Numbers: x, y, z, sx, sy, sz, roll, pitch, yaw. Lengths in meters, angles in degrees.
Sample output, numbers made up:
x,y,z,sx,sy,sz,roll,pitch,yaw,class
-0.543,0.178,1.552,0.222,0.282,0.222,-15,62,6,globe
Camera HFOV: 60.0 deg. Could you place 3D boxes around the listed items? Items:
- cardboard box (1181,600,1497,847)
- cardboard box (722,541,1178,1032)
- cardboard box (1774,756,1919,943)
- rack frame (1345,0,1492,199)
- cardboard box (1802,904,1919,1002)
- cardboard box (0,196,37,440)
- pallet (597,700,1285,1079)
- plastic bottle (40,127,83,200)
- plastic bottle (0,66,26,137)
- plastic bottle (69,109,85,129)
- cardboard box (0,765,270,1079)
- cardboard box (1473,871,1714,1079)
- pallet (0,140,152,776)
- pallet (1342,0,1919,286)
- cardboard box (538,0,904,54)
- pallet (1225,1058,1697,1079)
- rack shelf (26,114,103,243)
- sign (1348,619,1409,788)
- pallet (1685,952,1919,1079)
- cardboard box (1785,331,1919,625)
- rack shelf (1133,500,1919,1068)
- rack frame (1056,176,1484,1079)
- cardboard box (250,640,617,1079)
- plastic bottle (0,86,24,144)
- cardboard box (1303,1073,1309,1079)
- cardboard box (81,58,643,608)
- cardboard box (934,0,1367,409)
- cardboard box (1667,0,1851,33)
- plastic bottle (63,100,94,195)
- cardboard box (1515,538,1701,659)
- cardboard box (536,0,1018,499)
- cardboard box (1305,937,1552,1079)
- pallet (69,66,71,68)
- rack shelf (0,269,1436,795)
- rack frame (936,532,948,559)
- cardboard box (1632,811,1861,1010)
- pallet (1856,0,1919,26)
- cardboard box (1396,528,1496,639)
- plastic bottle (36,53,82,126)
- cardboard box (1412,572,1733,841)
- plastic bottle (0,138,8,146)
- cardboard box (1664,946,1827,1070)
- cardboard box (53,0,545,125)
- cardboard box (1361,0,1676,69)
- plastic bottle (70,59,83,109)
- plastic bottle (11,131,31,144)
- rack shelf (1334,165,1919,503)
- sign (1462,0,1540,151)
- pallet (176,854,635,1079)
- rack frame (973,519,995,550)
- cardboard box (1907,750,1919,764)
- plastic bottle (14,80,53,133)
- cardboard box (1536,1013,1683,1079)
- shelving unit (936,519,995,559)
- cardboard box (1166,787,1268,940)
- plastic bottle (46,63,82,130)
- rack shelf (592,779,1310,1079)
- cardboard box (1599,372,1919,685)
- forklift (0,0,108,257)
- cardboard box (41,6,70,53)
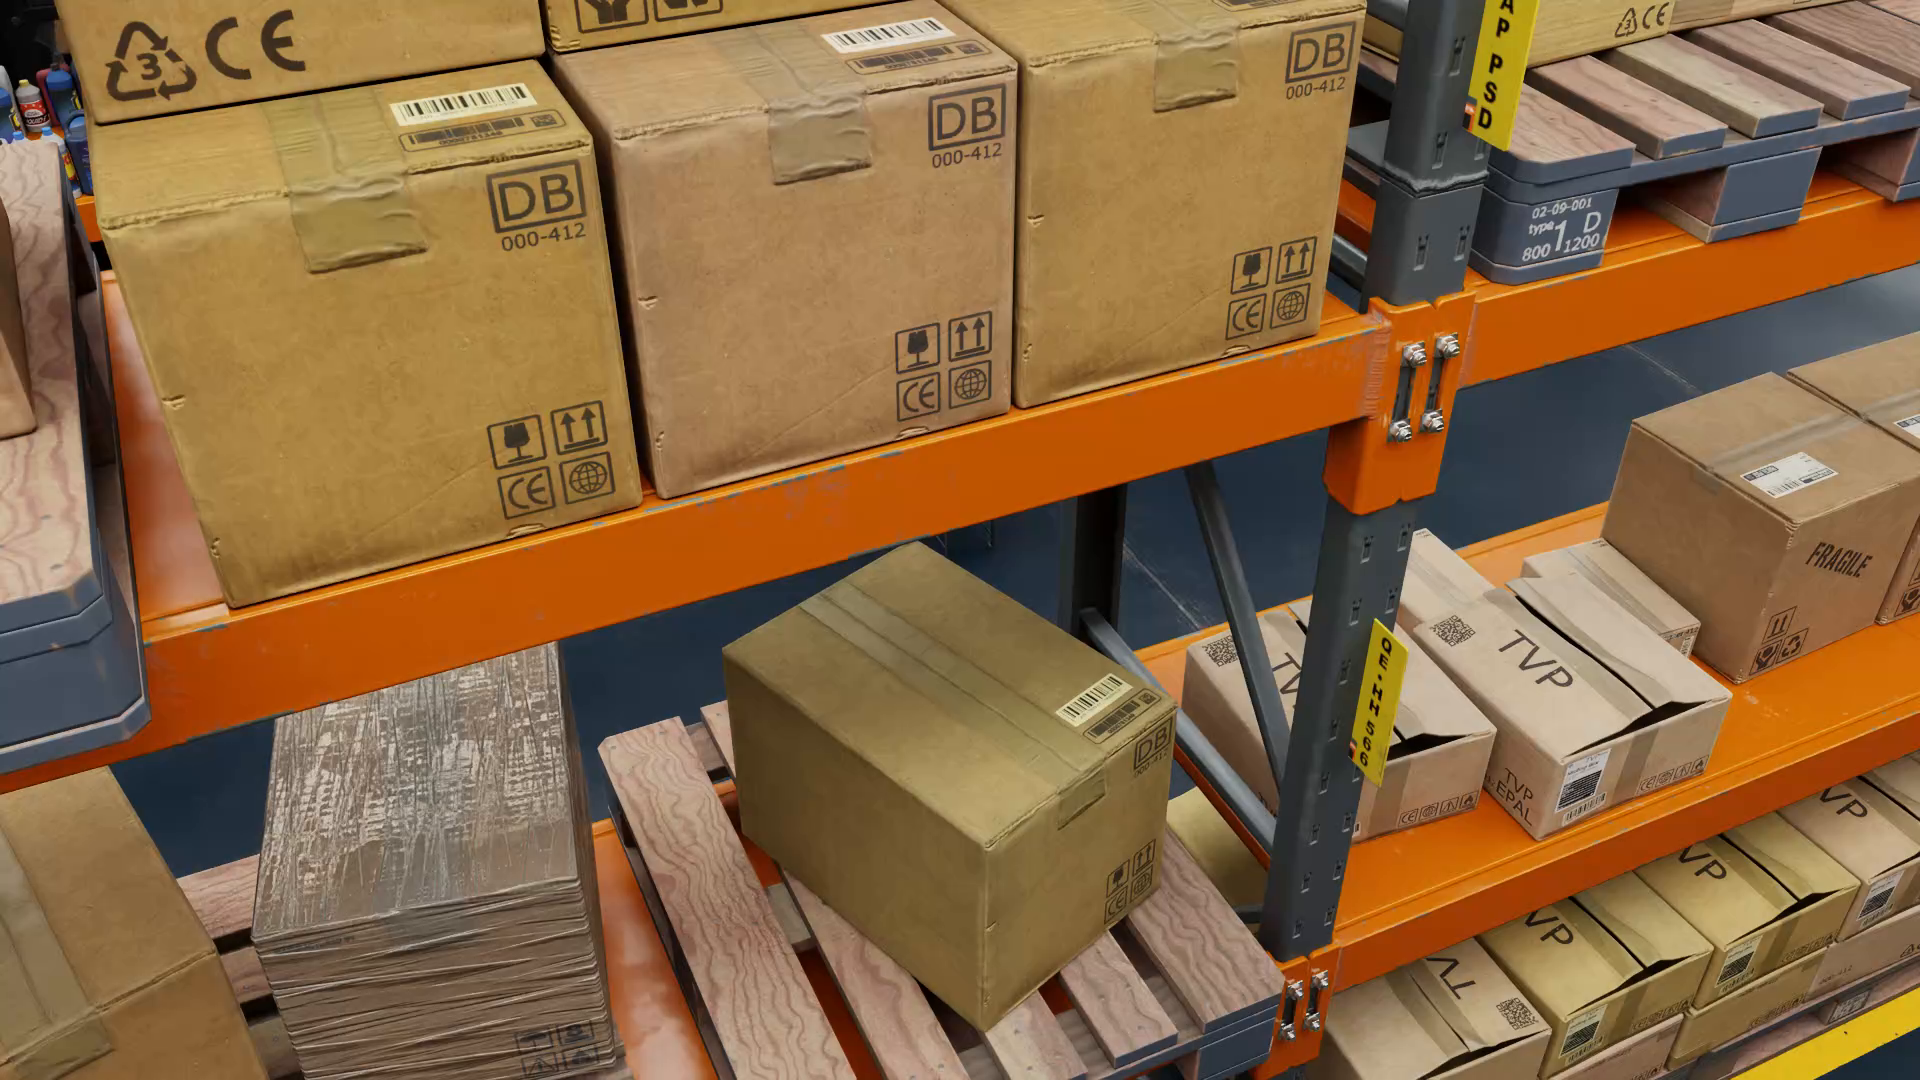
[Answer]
x,y,z,sx,sy,sz,roll,pitch,yaw,class
0.844,0.400,3.767,0.500,0.311,0.500,-13,39,-17,cardboard box
-0.027,0.444,3.197,0.500,0.500,0.700,-30,46,-34,cardboard box
2.494,0.773,4.674,0.500,0.311,0.500,-16,39,-21,cardboard box
0.496,-1.977,1.861,0.127,3.000,1.000,-16,39,-20,rack frame
2.482,1.002,4.836,0.500,0.250,0.500,-15,39,-19,cardboard box
-1.432,-0.435,1.781,0.600,0.600,0.600,-17,40,-22,cardboard box
-0.088,0.719,3.423,1.003,0.211,1.213,-16,39,-20,pallet
-3.393,-1.419,6.254,0.097,0.271,0.097,0,37,0,plastic bottle
-3.888,-1.764,6.715,0.135,0.276,0.152,-16,39,-20,plastic bottle
-3.366,-1.522,6.392,0.097,0.271,0.097,0,37,0,plastic bottle
-1.552,0.756,2.776,0.500,0.500,0.700,-26,44,-31,cardboard box
1.567,1.032,4.326,0.500,0.311,0.500,-17,40,-21,cardboard box
-1.568,-0.075,1.974,1.003,0.211,1.213,-16,39,-20,pallet
1.072,-0.916,3.108,1.003,0.211,1.213,-14,39,-18,pallet
-0.364,-0.978,2.109,0.500,0.500,0.500,-16,39,-20,cardboard box
1.257,1.365,4.732,1.213,0.211,1.003,-16,39,-20,pallet
-3.416,-1.444,6.783,4.000,0.370,1.077,-16,39,-20,rack shelf
0.735,0.290,2.936,0.005,0.325,0.100,-16,39,-20,sign
2.360,1.059,5.145,1.213,0.211,1.003,-16,39,-20,pallet
2.484,-0.174,4.383,0.500,0.500,0.500,-16,39,-20,cardboard box
2.306,0.216,4.545,4.000,0.370,1.077,-16,39,-20,rack shelf
0.496,0.433,3.649,0.127,3.000,1.000,-16,39,-20,rack frame
-0.936,0.573,3.023,0.500,0.500,0.700,-9,37,-11,cardboard box
-3.818,-1.700,6.632,0.097,0.271,0.097,0,37,0,plastic bottle
1.095,1.394,4.308,0.500,0.250,0.500,-16,39,-20,cardboard box
-0.817,-0.423,2.200,0.500,0.500,0.910,-16,39,-20,cardboard box
0.115,-0.683,2.552,0.500,0.500,0.910,-16,39,-20,cardboard box
1.349,-1.168,3.062,0.500,0.250,0.500,-15,39,-19,cardboard box
-3.275,-1.499,6.295,0.185,0.351,0.144,-16,39,-20,plastic bottle
1.626,0.181,4.199,0.250,0.149,0.380,-13,38,-17,cardboard box
-0.347,-0.554,2.378,0.500,0.500,0.910,-16,39,-20,cardboard box
1.095,1.169,4.141,0.500,0.311,0.500,-14,39,-18,cardboard box
-5.559,-3.325,11.056,1.213,0.211,1.003,-16,39,-20,pallet
-1.315,0.023,2.287,4.000,0.370,1.077,-16,39,-20,rack shelf
-0.099,-0.334,6.444,0.006,0.900,0.240,-16,39,-20,rack frame
2.029,0.904,4.498,0.500,0.311,0.500,-17,40,-21,cardboard box
2.083,-1.201,3.492,1.213,0.211,1.003,-14,39,-18,pallet
1.192,0.157,4.231,0.250,0.149,0.380,-16,39,-20,cardboard box
-3.698,-1.850,6.824,0.133,0.283,0.061,-16,39,-20,plastic bottle
1.388,0.347,3.839,0.500,0.311,0.500,-16,39,-20,cardboard box
-3.597,-1.382,6.199,0.135,0.276,0.152,-16,39,-20,plastic bottle
2.017,1.132,4.662,0.500,0.250,0.500,-17,40,-21,cardboard box
-0.825,-0.848,1.935,0.500,0.500,0.500,-16,39,-20,cardboard box
0.882,-1.026,2.870,0.500,0.250,0.500,-19,40,-23,cardboard box
-3.536,-1.895,6.828,0.185,0.351,0.144,-16,39,-20,plastic bottle
-3.481,-1.395,6.220,0.097,0.271,0.097,0,37,0,plastic bottle
2.306,-0.989,3.652,4.000,0.370,1.077,-16,39,-20,rack shelf
0.724,-0.686,2.206,0.005,0.325,0.100,-16,39,-20,sign
-1.263,1.005,3.039,1.213,0.211,1.003,-16,39,-20,pallet
0.085,-0.385,6.514,0.006,0.900,0.240,-16,39,-20,rack frame
2.951,0.648,4.843,0.500,0.311,0.500,-16,39,-20,cardboard box
-3.795,-1.778,6.796,0.097,0.201,0.097,0,37,0,plastic bottle
1.549,1.267,4.480,0.500,0.250,0.500,-17,40,-21,cardboard box
-0.007,-0.359,6.479,0.210,0.900,0.258,-16,39,-20,shelving unit
0.865,0.878,4.533,0.500,0.311,0.500,-15,39,-19,cardboard box
-3.648,-1.807,6.777,0.097,0.271,0.097,0,37,0,plastic bottle
-1.315,1.228,3.180,4.000,0.370,1.077,-16,39,-20,rack shelf
2.008,-0.041,4.203,0.500,0.500,0.500,-18,40,-22,cardboard box
-4.495,-2.939,8.252,3.031,2.935,1.130,-16,39,-20,forklift
-5.952,-3.613,10.534,0.875,0.875,1.225,-17,40,-21,cardboard box
